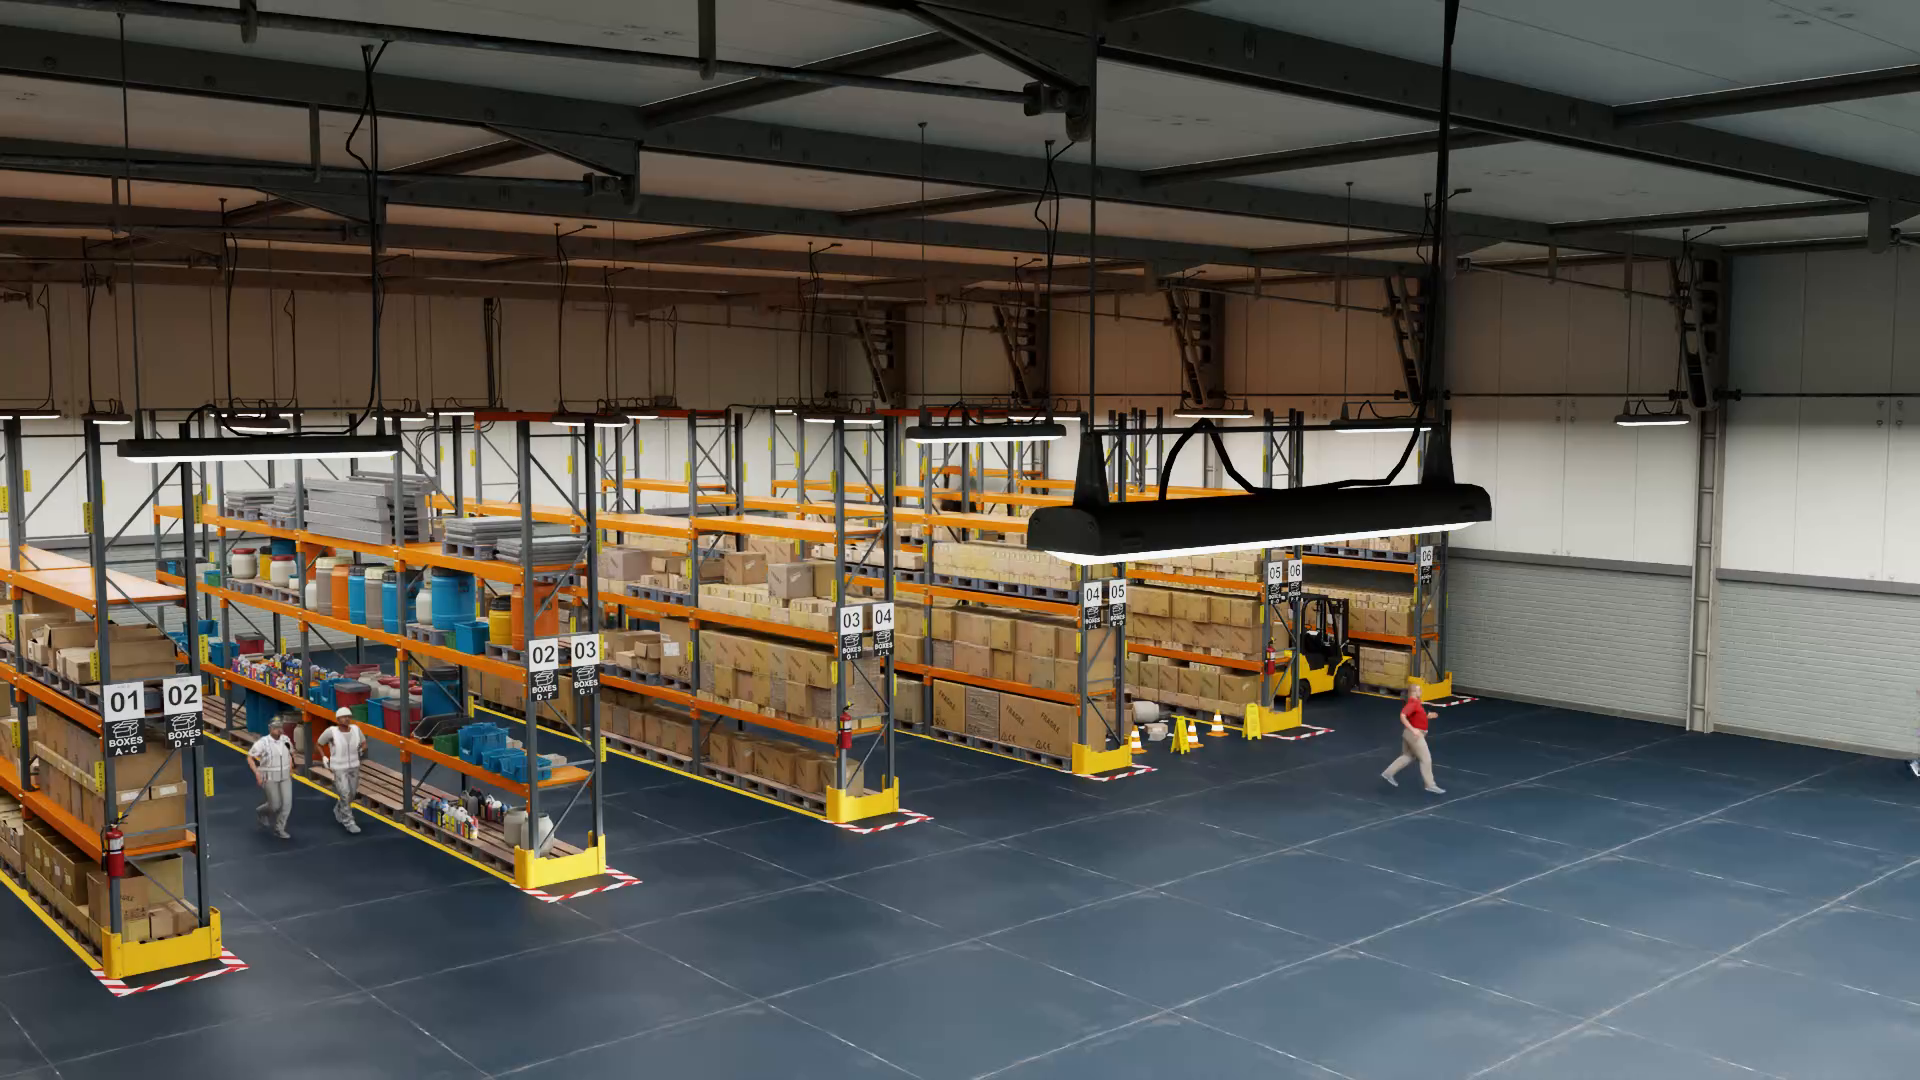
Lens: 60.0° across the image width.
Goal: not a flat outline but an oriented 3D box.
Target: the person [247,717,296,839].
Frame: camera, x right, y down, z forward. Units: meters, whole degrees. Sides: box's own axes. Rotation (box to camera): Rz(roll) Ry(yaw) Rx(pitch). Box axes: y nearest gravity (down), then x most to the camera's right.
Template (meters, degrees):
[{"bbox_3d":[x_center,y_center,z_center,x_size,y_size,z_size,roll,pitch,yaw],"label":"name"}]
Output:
[{"bbox_3d":[-9.817,3.389,23.810,0.613,1.743,0.683,4,7,40],"label":"person"}]

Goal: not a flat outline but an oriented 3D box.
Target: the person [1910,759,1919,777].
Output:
[{"bbox_3d":[15.706,3.204,26.725,0.743,1.562,0.532,4,6,35],"label":"person"}]

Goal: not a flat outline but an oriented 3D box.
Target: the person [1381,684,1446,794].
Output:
[{"bbox_3d":[7.215,3.134,26.370,0.964,1.721,0.661,1,5,6],"label":"person"}]

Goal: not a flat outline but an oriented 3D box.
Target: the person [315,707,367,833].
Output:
[{"bbox_3d":[-8.912,3.301,24.114,0.892,1.772,0.698,4,7,42],"label":"person"}]

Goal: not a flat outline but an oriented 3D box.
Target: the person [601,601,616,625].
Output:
[{"bbox_3d":[-8.732,1.841,41.224,0.531,1.747,0.670,-4,6,-38],"label":"person"}]
